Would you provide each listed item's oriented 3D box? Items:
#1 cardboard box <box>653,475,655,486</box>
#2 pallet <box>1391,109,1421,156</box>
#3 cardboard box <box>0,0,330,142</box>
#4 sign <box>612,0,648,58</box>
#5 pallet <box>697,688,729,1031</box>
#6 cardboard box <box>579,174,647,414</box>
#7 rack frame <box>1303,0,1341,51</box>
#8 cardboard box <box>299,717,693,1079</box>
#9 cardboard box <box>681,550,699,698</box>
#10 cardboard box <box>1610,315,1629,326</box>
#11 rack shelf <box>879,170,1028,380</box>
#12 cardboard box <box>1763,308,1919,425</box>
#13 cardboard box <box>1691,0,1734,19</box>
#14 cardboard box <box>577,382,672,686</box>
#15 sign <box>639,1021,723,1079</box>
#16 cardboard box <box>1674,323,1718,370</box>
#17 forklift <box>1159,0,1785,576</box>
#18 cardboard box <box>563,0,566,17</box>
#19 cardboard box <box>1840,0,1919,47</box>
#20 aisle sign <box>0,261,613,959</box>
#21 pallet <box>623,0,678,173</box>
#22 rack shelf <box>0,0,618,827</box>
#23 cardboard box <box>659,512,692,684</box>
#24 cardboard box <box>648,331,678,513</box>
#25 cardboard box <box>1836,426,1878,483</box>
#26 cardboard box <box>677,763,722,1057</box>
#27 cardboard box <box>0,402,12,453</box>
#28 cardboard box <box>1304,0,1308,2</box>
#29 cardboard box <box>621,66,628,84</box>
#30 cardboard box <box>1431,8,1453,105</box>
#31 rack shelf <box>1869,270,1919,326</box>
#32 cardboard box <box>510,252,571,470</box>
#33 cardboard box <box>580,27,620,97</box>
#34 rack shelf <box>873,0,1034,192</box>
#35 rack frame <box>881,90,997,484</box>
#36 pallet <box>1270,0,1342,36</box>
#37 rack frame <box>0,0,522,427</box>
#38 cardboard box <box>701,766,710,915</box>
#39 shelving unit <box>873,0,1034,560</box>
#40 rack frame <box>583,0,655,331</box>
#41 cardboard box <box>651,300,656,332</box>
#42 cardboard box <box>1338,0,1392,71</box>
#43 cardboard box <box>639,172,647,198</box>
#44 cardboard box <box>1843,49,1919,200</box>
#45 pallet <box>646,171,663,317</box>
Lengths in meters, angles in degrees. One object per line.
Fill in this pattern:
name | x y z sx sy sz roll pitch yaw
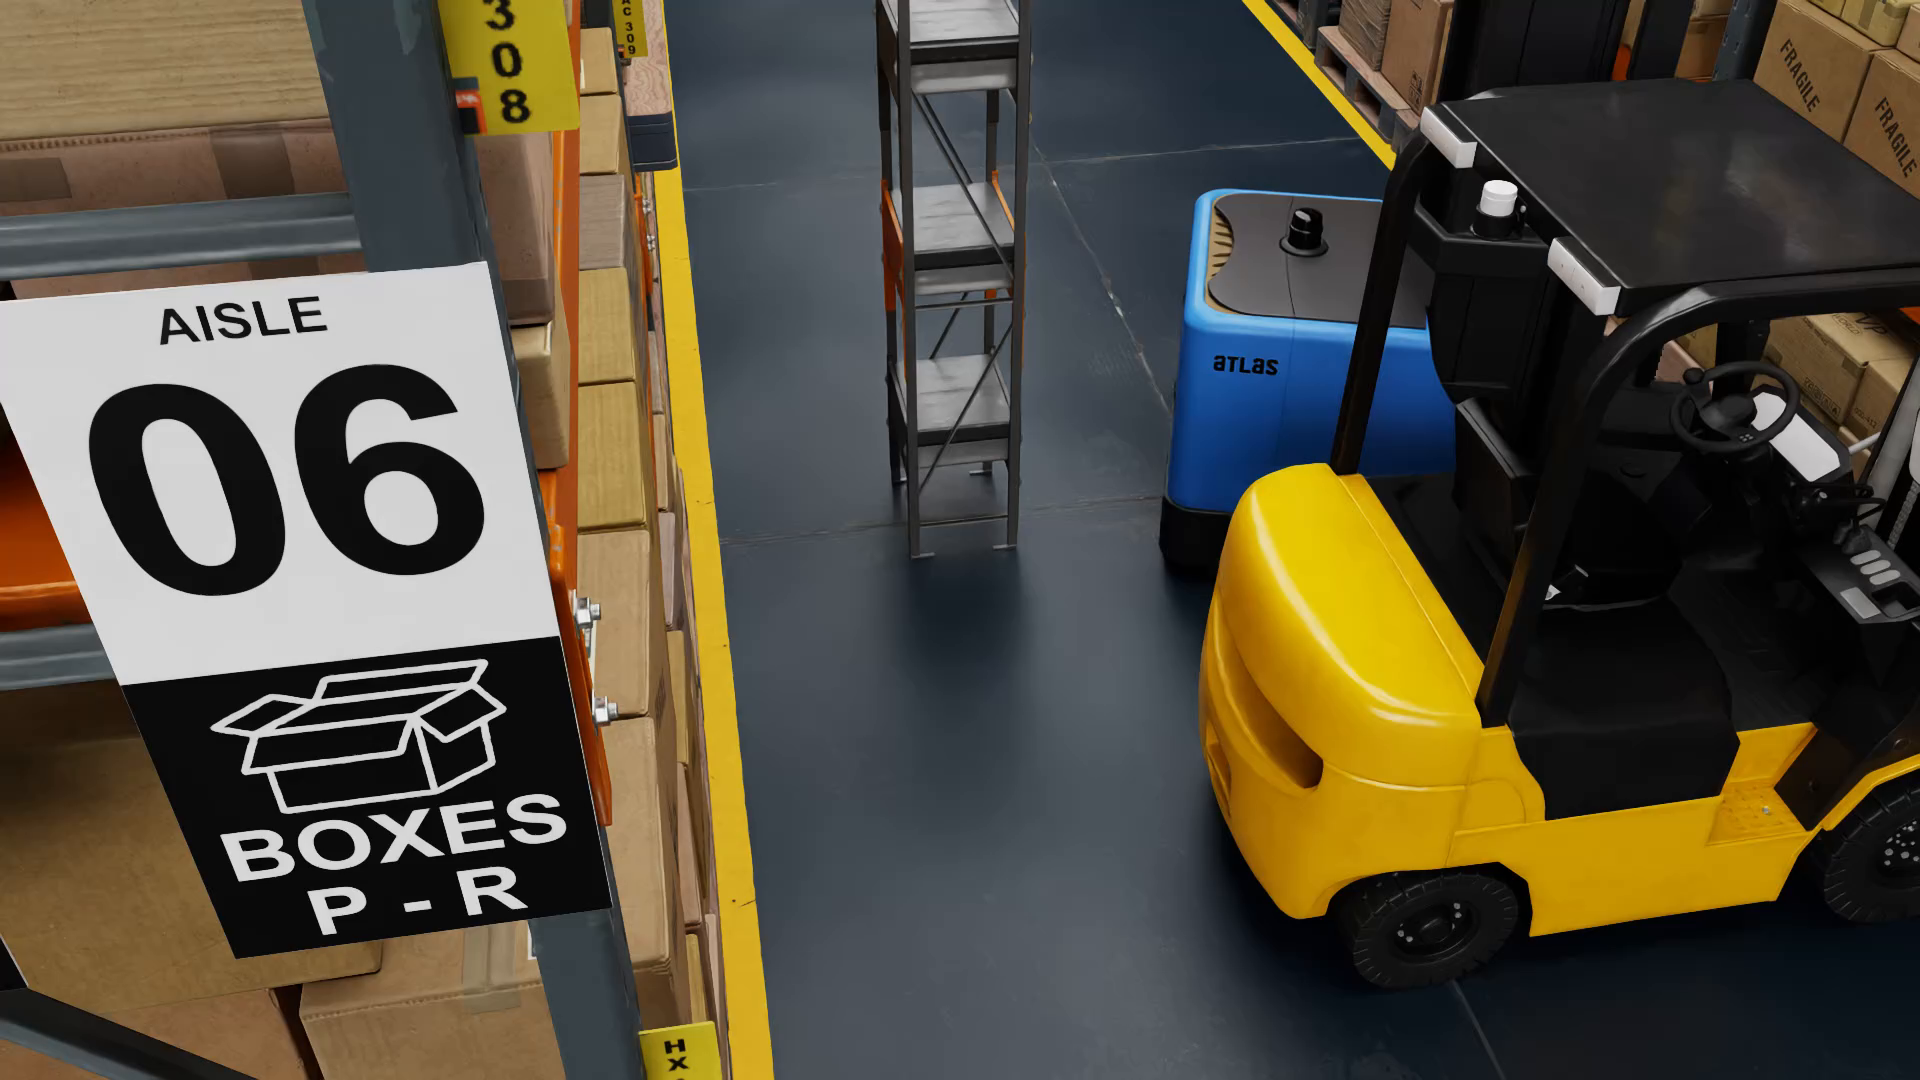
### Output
cardboard box | -0.956 -0.100 4.139 0.380 0.149 0.250 -6 38 -8
pallet | 2.912 -1.898 8.521 1.003 0.211 1.213 -6 38 -8
cardboard box | -0.750 -0.504 1.564 0.380 0.149 0.250 -6 38 -8
sign | -1.057 -1.688 5.273 0.100 0.325 0.005 -6 38 -8
pallet | -1.220 0.958 4.845 1.003 0.211 1.213 -6 38 -8
cardboard box | -1.075 -0.576 4.222 0.500 0.500 0.500 -5 38 -7
rack frame | 2.595 -4.236 9.257 1.000 3.000 0.127 -6 38 -8
cardboard box | -0.698 0.660 2.632 0.500 0.500 0.500 -7 38 -9
cardboard box | -1.118 0.285 5.337 0.500 0.250 0.500 -7 38 -9
cardboard box | 3.194 -1.362 7.151 0.875 0.625 0.625 -5 38 -6
rack shelf | -0.029 -0.918 5.743 0.431 0.518 0.480 -6 38 -8
cardboard box | 3.152 -0.659 5.737 0.500 0.250 0.500 -6 38 -8
cardboard box | 2.959 -2.227 6.386 0.500 0.250 0.500 -7 38 -9
cardboard box | -0.883 0.040 3.430 0.500 0.500 0.500 -7 38 -9
sign | -0.354 0.732 2.157 0.100 0.325 0.005 -6 38 -8
cardboard box | 3.077 -0.772 6.290 0.500 0.250 0.500 -6 38 -8
forklift | 2.293 -1.197 5.401 3.031 2.935 1.130 6 38 7
cardboard box | -0.793 -0.748 2.202 0.500 0.250 0.500 -7 38 -9
cardboard box | 3.140 -1.738 5.432 0.380 0.149 0.250 -5 38 -7
aisle sign | -0.572 0.110 1.544 0.394 0.787 0.004 -6 38 -8
pallet | -1.580 -1.685 6.130 1.003 0.211 1.213 -6 38 -8
rack shelf | -1.239 -0.976 3.203 1.077 0.370 4.000 -6 38 -8
cardboard box | -1.040 0.284 4.727 0.500 0.500 0.500 -4 38 -6
cardboard box | -1.222 -0.331 5.519 0.500 0.500 0.500 -7 38 -9
cardboard box | 3.244 -0.163 5.506 0.500 0.250 0.500 -7 38 -8
cardboard box | -0.858 0.910 3.922 0.500 0.500 0.500 -8 38 -10
cardboard box | -1.226 -0.138 1.743 0.380 0.149 0.250 -6 38 -8
cardboard box | 2.309 -3.647 10.194 0.500 0.500 0.500 -5 38 -7
cardboard box | -1.376 -1.718 5.879 0.380 0.149 0.250 -6 38 -7
cardboard box | 2.932 -2.285 8.340 0.875 0.625 0.625 -8 39 -10
rack shelf | 3.647 -0.327 4.813 1.077 0.370 4.000 -6 38 -8
cardboard box | -0.627 -0.188 1.807 0.380 0.149 0.250 -6 38 -8
cardboard box | -1.267 -1.199 5.024 0.500 0.500 0.500 -7 38 -9
rack shelf | -0.029 -1.471 5.313 0.431 0.518 0.480 -6 38 -8
rack frame | -0.072 -1.077 5.924 0.400 2.100 0.015 -6 38 -8
pallet | 2.502 -3.589 10.698 1.003 0.211 1.213 -6 38 -8
rack frame | -0.888 -1.237 0.507 1.000 3.000 0.127 -6 38 -8
cardboard box | -0.948 0.898 4.548 0.500 0.250 0.500 -4 38 -5
shelving unit | -0.029 -0.929 5.735 0.431 2.100 0.503 -6 38 -8
rack frame | -1.590 -1.283 5.457 1.000 3.000 0.127 -6 38 -8
cardboard box | -1.684 -0.728 6.542 0.950 0.372 0.625 -6 38 -7
cardboard box | 2.691 -3.085 9.370 0.875 0.625 0.625 -5 38 -7
cardboard box | -1.937 -1.582 7.641 0.950 0.372 0.625 -5 38 -6
cardboard box | 3.225 -1.250 5.333 0.500 0.500 0.500 -6 38 -7
pallet | -1.945 -1.391 7.868 1.003 0.211 1.213 -6 38 -8
